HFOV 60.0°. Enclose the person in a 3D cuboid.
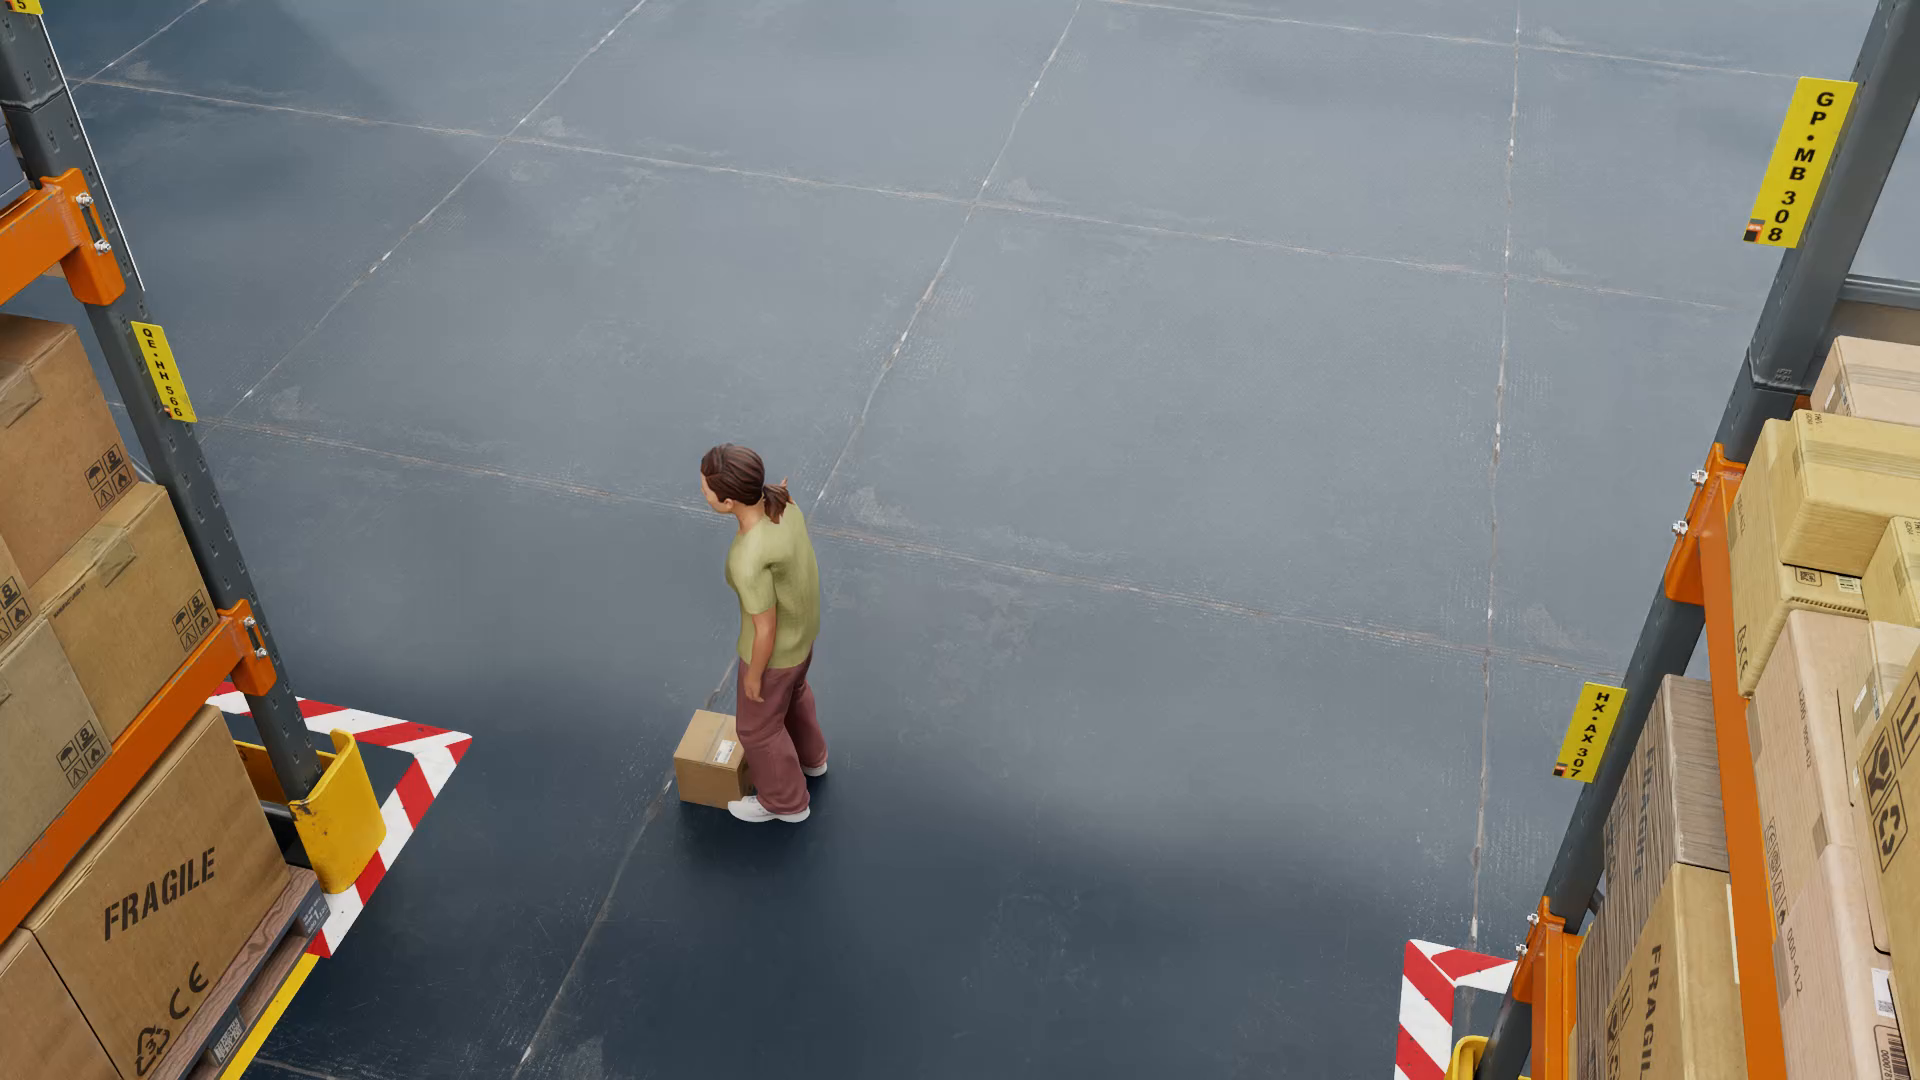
[{"bbox_3d":[-0.667,0.337,5.775,0.365,1.671,0.503,8,42,9],"label":"person"}]
